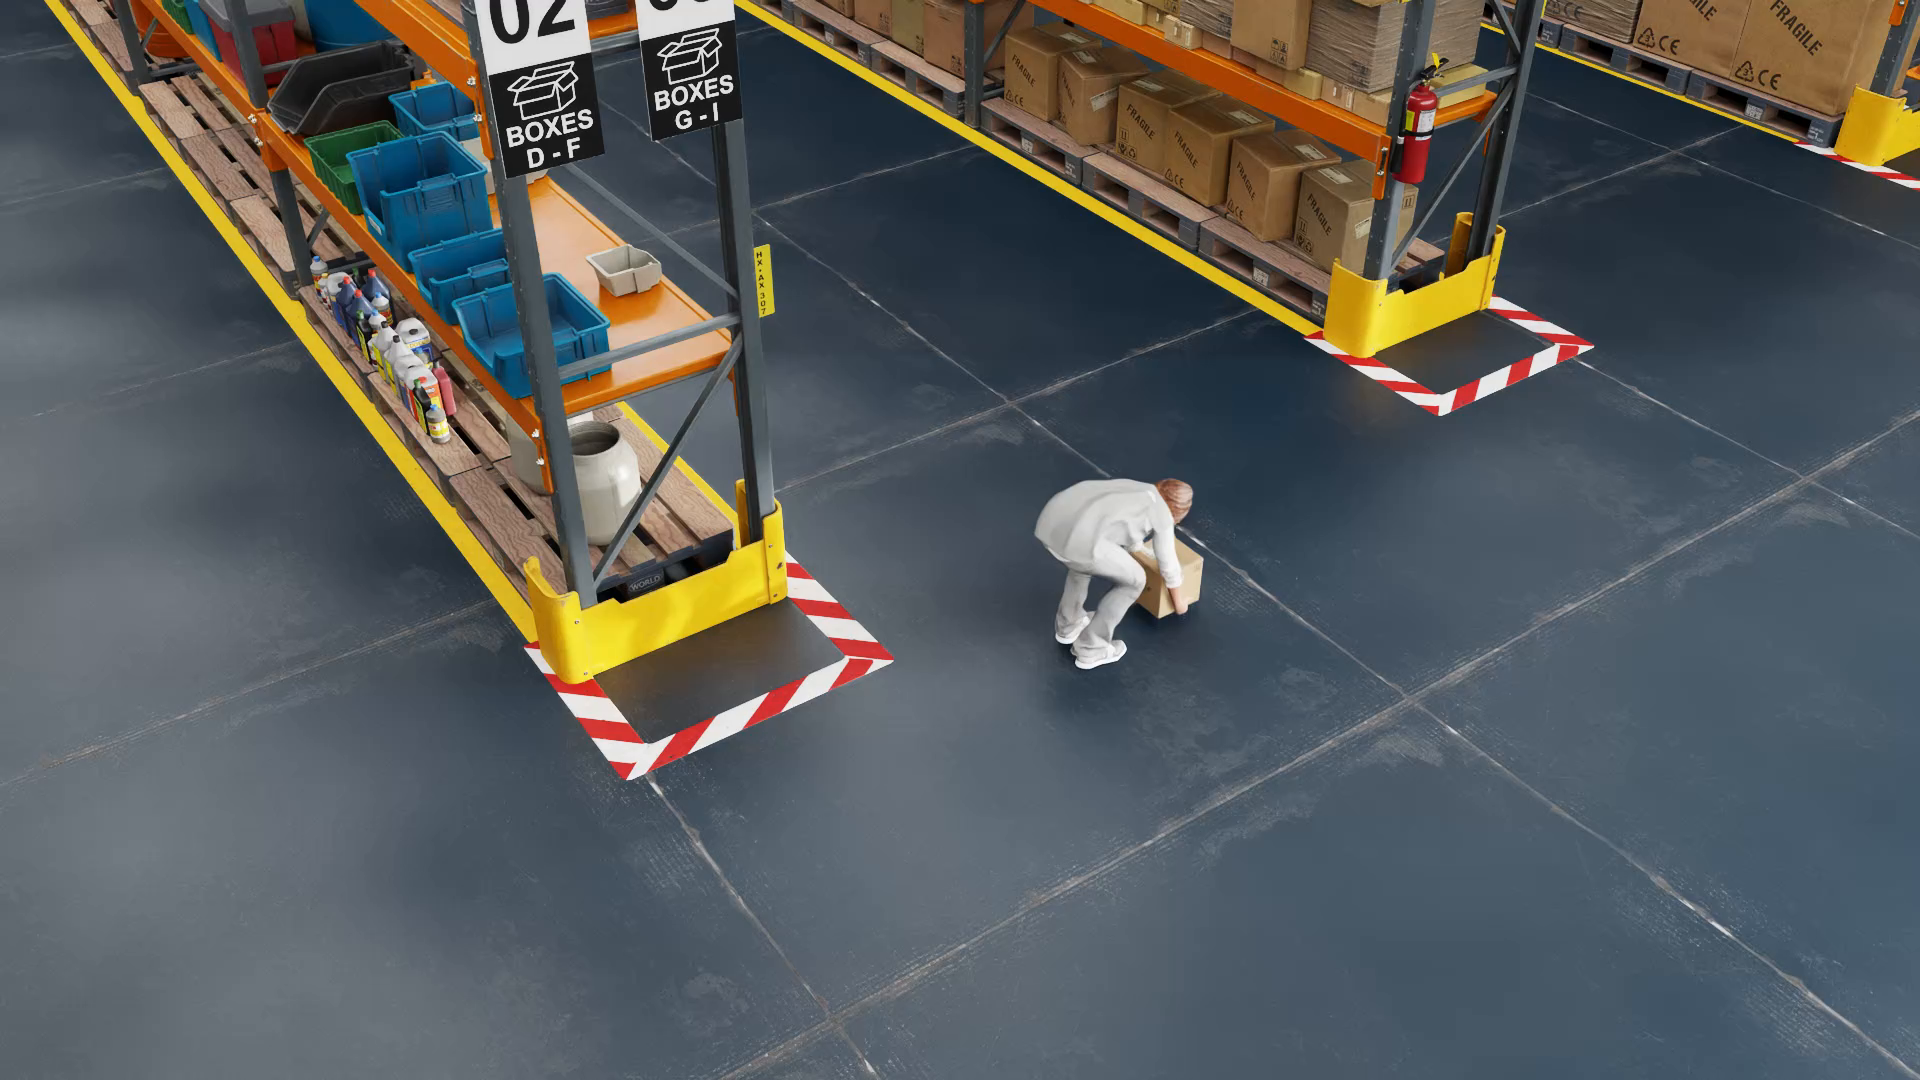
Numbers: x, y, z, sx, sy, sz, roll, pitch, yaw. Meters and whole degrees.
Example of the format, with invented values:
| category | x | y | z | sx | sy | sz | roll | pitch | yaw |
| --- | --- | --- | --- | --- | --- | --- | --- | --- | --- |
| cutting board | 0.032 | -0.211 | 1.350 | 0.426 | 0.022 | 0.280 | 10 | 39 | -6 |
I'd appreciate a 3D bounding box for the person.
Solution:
| category | x | y | z | sx | sy | sz | roll | pitch | yaw |
| --- | --- | --- | --- | --- | --- | --- | --- | --- | --- |
| person | 0.704 | 0.081 | 7.482 | 0.856 | 0.898 | 0.414 | -25 | 44 | -29 |
